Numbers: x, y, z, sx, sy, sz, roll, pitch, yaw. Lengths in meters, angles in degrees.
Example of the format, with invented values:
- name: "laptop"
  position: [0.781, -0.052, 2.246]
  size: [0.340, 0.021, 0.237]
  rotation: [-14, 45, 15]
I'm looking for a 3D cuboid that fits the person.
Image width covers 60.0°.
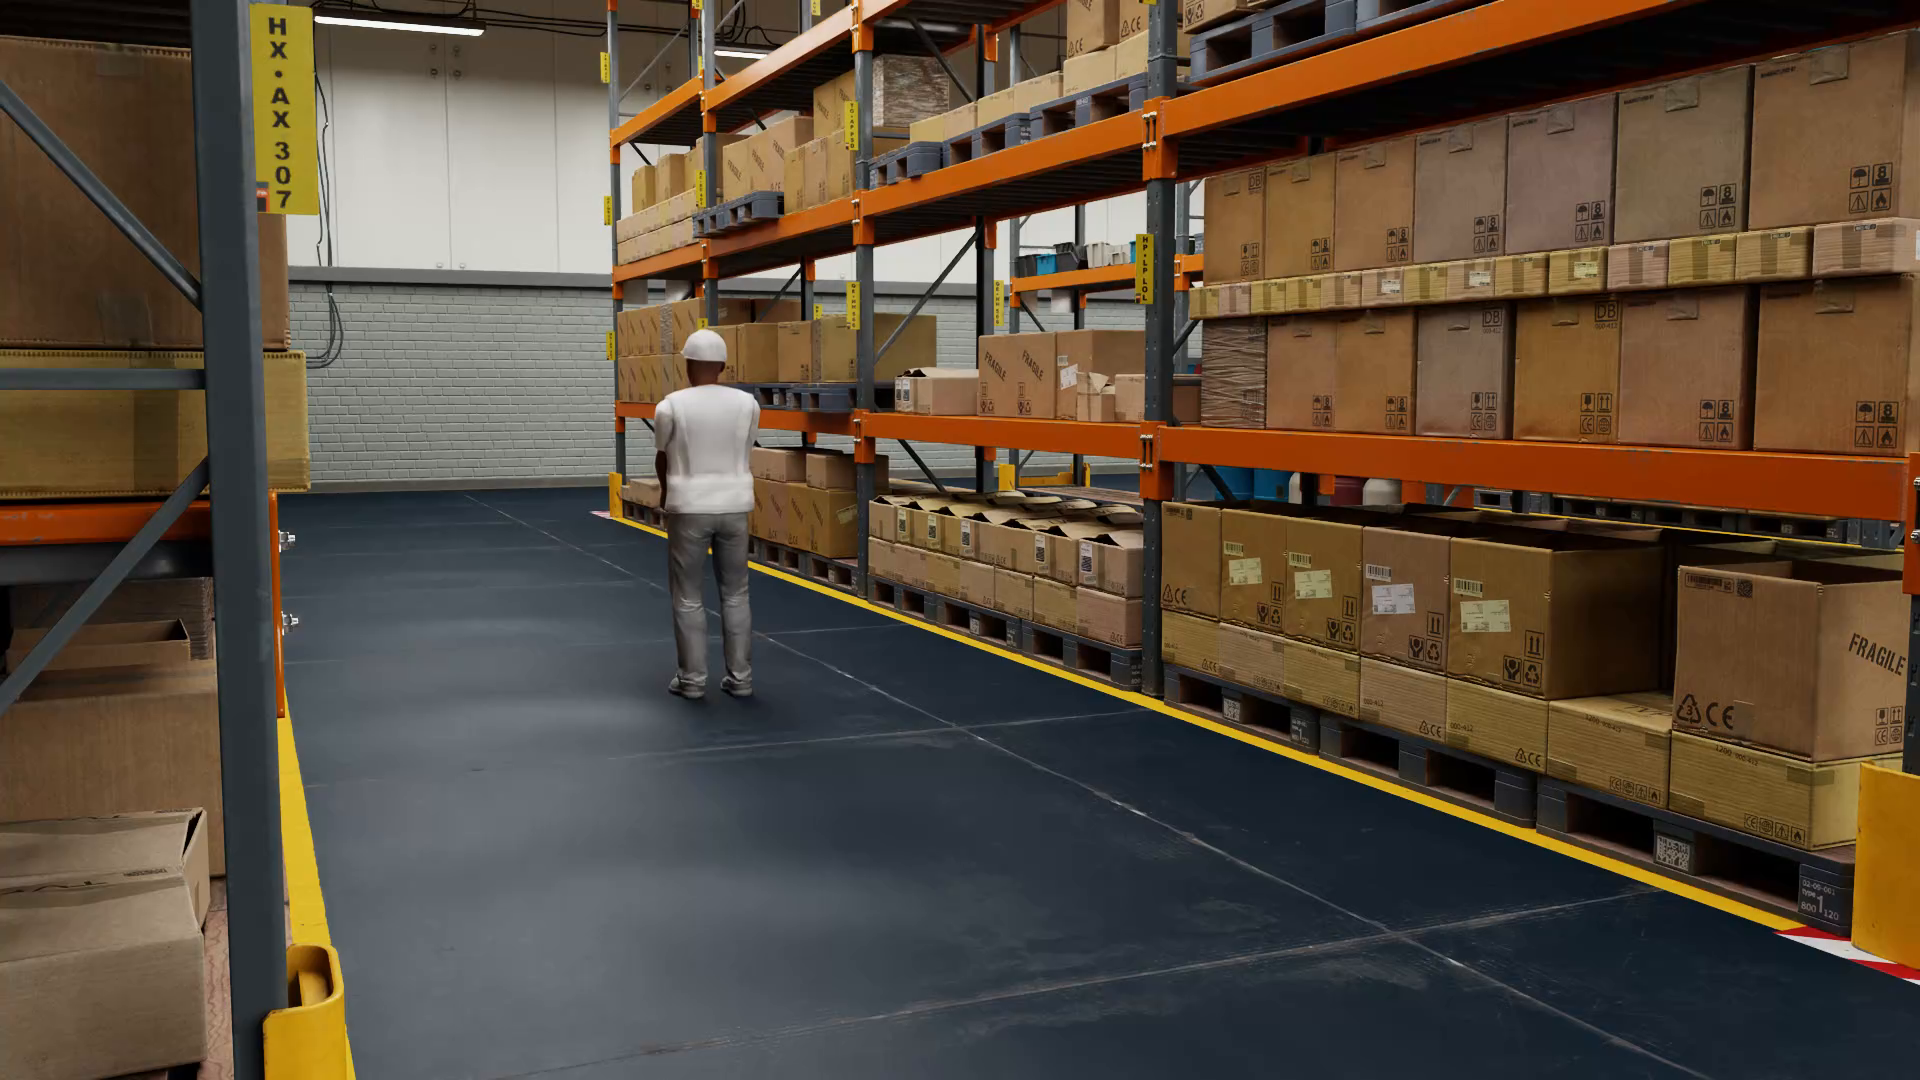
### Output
- name: "person"
  position: [-1.250, -0.131, 8.058]
  size: [0.504, 1.761, 0.572]
  rotation: [-2, 6, -23]
